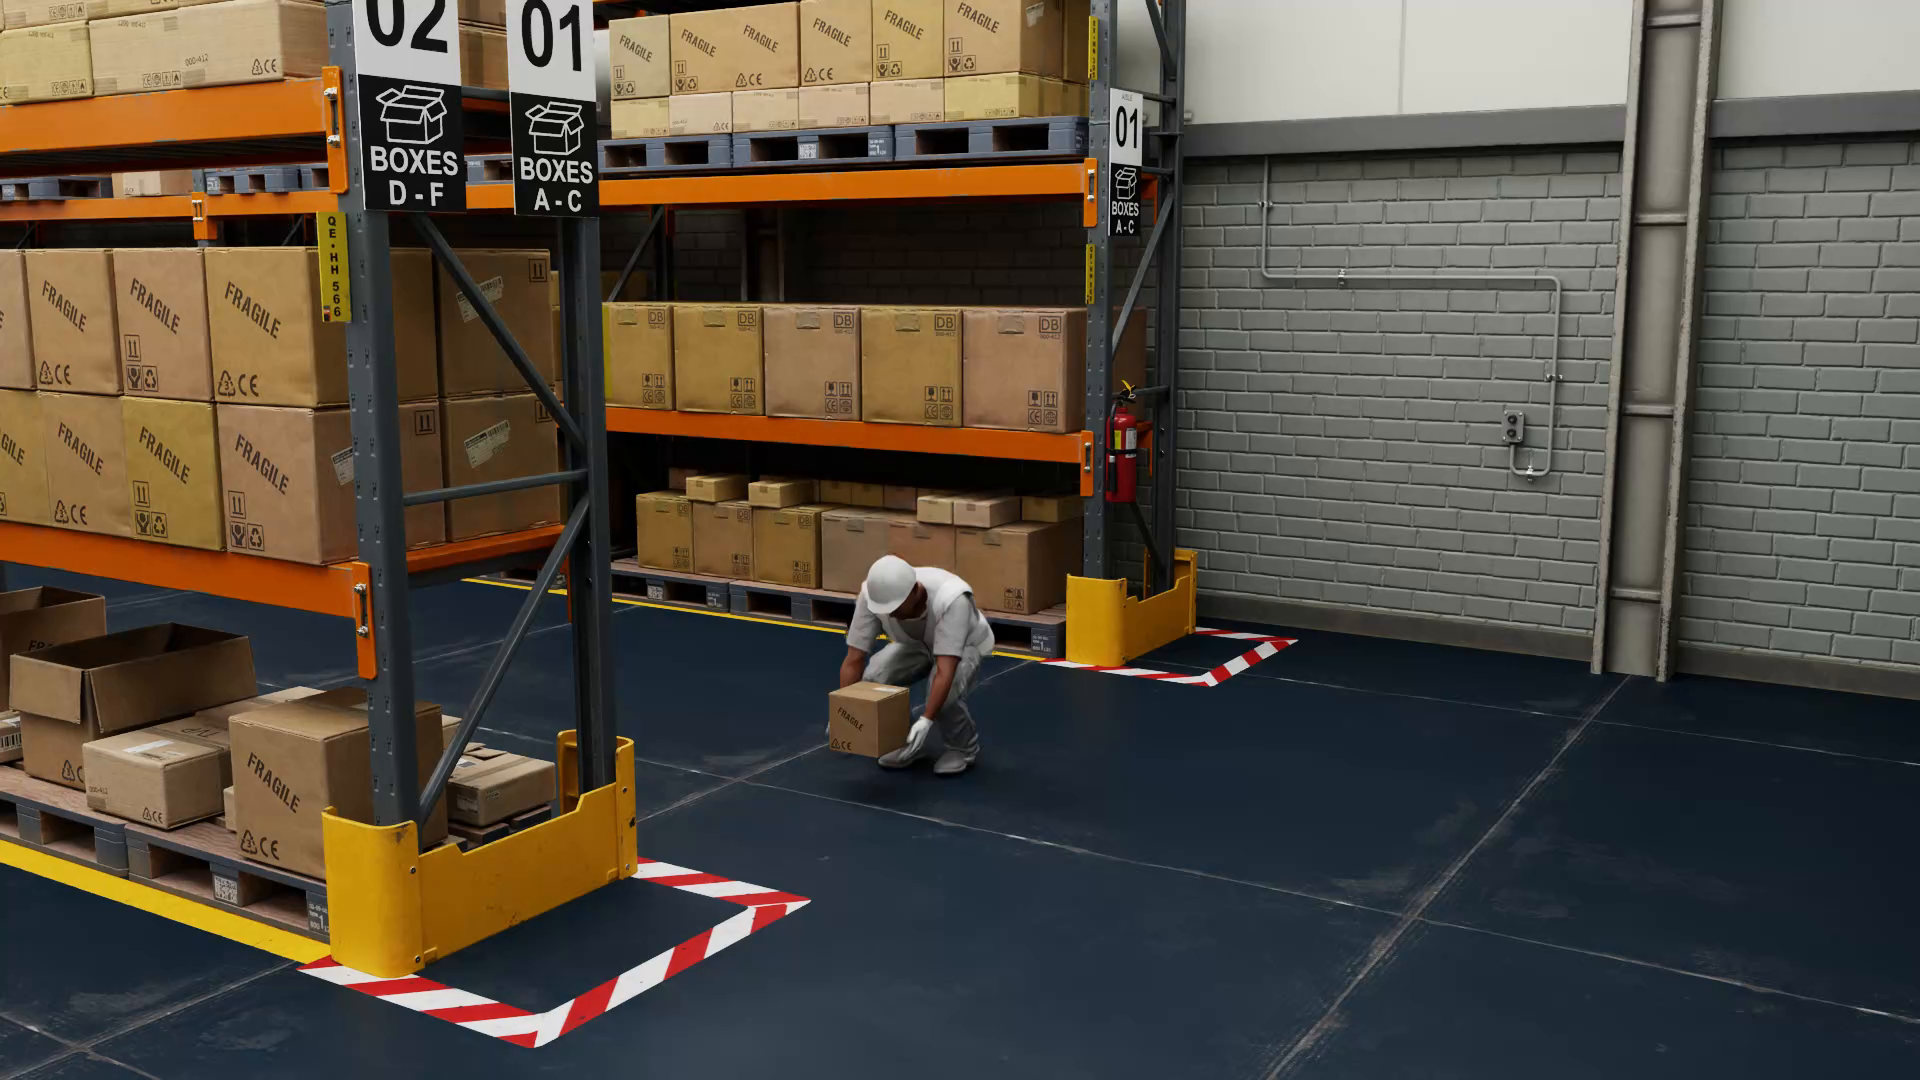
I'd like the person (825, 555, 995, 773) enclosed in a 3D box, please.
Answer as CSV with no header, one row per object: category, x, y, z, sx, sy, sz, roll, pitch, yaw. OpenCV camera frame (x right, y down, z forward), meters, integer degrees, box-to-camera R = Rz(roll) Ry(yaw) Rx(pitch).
person,-0.158,0.534,7.384,0.572,1.038,0.904,6,11,31
